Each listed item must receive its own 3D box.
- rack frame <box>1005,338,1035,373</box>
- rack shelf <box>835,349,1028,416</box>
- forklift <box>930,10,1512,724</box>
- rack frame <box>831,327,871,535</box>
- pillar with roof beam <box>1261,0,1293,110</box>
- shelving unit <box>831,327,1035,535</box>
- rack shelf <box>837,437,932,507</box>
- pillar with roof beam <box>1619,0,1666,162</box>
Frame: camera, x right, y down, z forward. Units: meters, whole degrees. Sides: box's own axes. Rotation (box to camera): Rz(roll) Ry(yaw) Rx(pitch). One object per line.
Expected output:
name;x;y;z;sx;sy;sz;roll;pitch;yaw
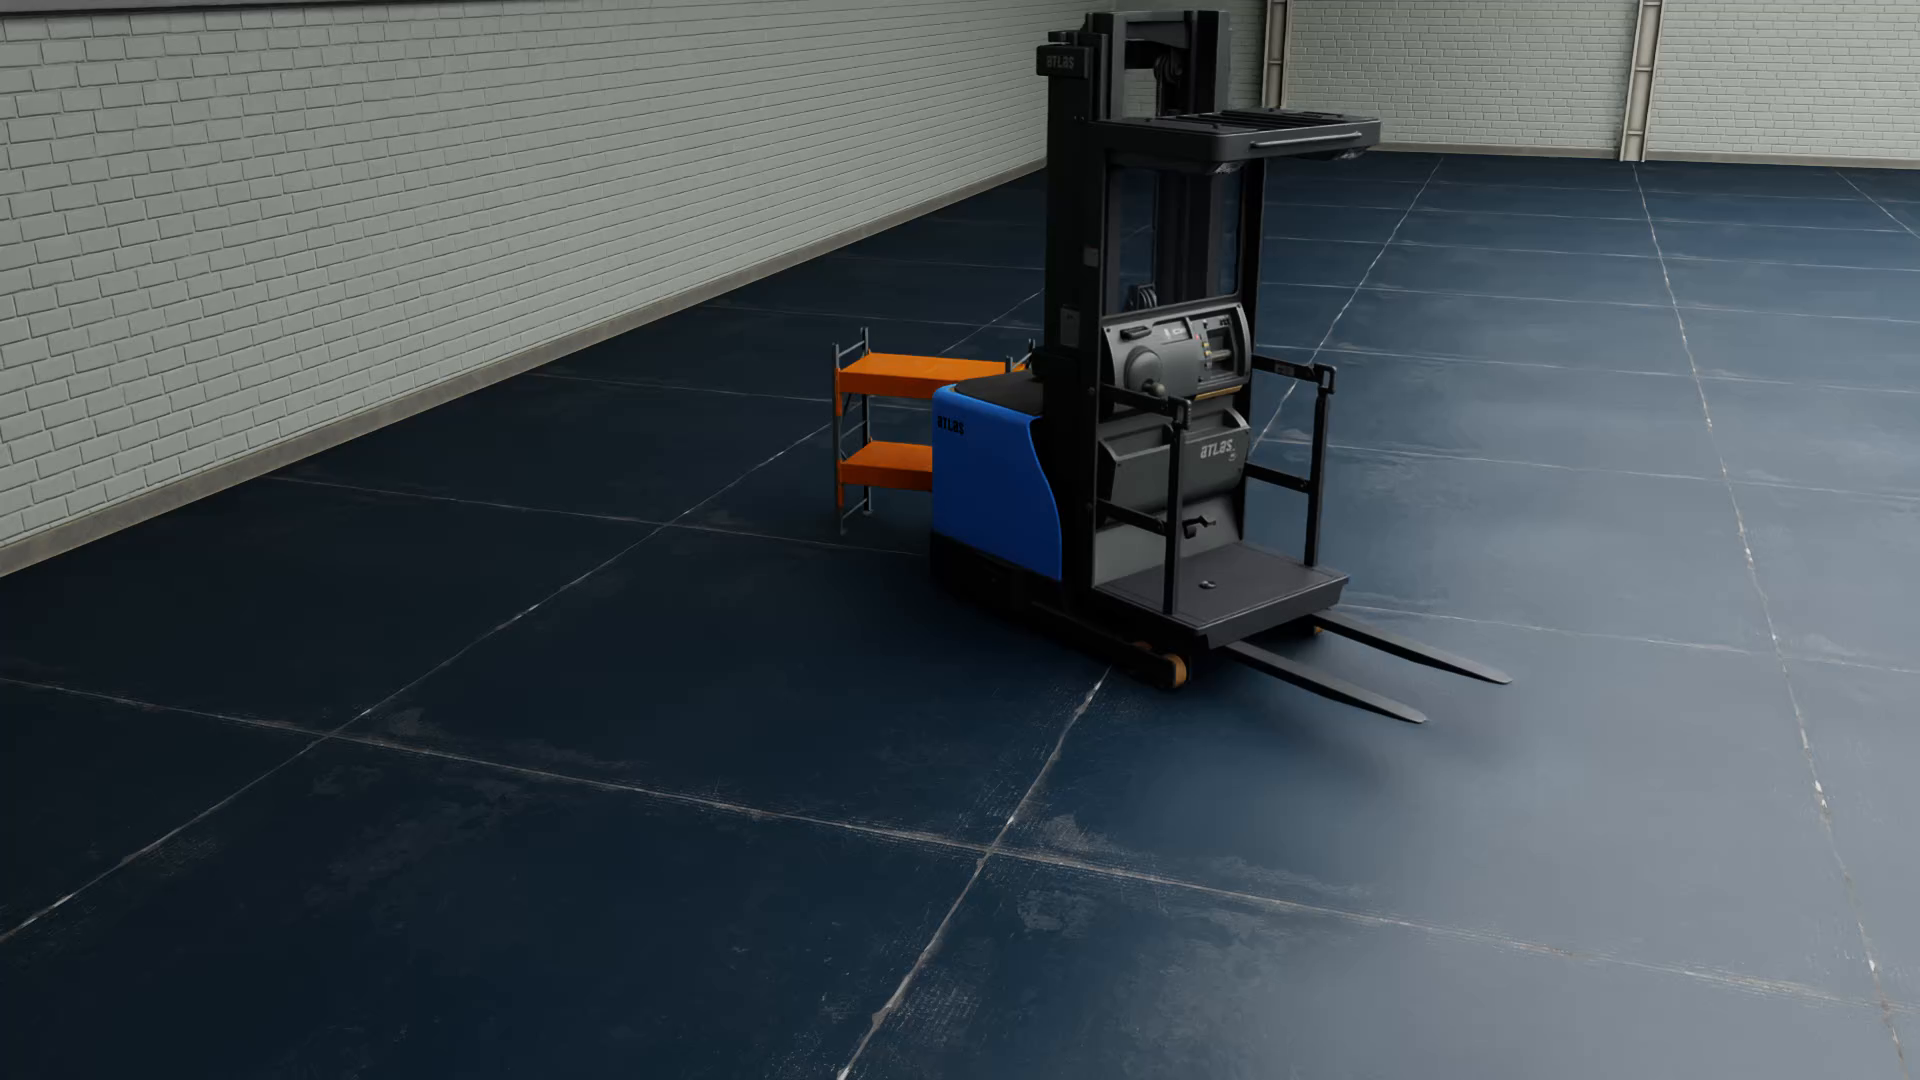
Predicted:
rack frame;0.336;-0.534;9.400;0.032;1.125;0.500;6;20;17
rack shelf;-0.147;-0.862;9.452;1.000;0.278;0.538;6;20;17
forklift;1.163;-0.884;7.658;1.130;2.935;3.031;-15;24;-37
rack frame;-0.631;-0.638;9.696;0.032;1.125;0.500;6;20;17
pillar with roof beam;4.133;-9.899;24.303;0.400;9.000;9.100;7;20;18
shelving unit;-0.147;-0.586;9.548;1.048;1.125;0.538;6;20;17
rack shelf;-0.147;-0.355;9.628;1.000;0.278;0.538;6;20;17
pillar with roof beam;9.801;-9.251;22.444;0.400;9.000;9.100;7;20;18
